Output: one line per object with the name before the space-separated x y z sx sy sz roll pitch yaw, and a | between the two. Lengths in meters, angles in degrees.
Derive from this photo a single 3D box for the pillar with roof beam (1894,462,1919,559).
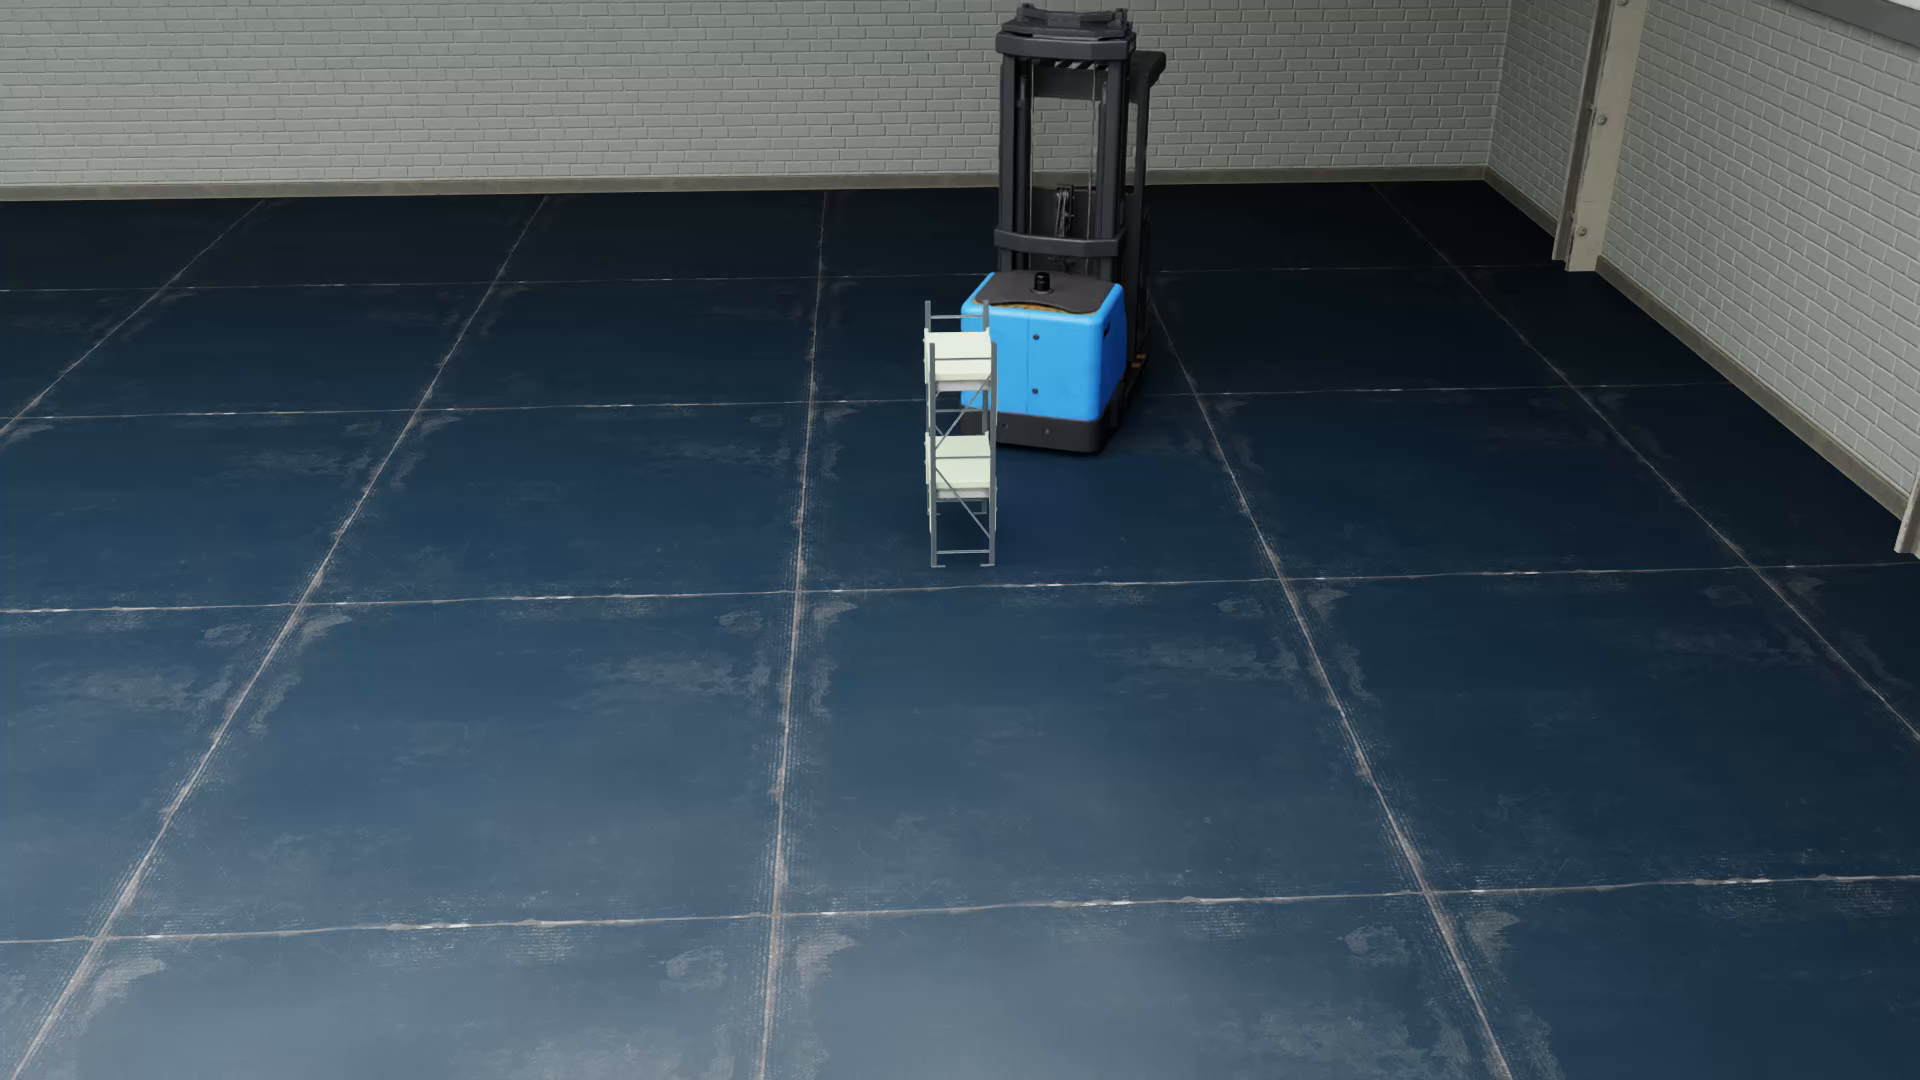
pillar with roof beam | 1.873 -3.742 8.255 9.100 9.000 0.400 -1 28 -3

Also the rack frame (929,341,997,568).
rack frame | 0.019 -0.499 10.147 0.400 1.500 0.023 -1 28 -3

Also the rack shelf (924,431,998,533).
rack shelf | 0.000 -0.379 10.622 0.431 0.370 0.720 -1 28 -3

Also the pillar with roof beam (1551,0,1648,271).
pillar with roof beam | 1.559 -6.513 13.568 9.100 9.000 0.400 -1 28 -3

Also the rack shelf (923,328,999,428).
rack shelf | 0.000 -1.014 10.291 0.431 0.370 0.720 -1 28 -3

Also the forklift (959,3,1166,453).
forklift | 0.894 -2.586 12.601 1.130 2.935 3.031 8 29 14

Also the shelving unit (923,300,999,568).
shelving unit | 0.000 -0.668 10.471 0.431 1.500 0.755 -1 28 -3

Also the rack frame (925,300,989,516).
rack frame | -0.019 -0.837 10.795 0.400 1.500 0.023 -1 28 -3
